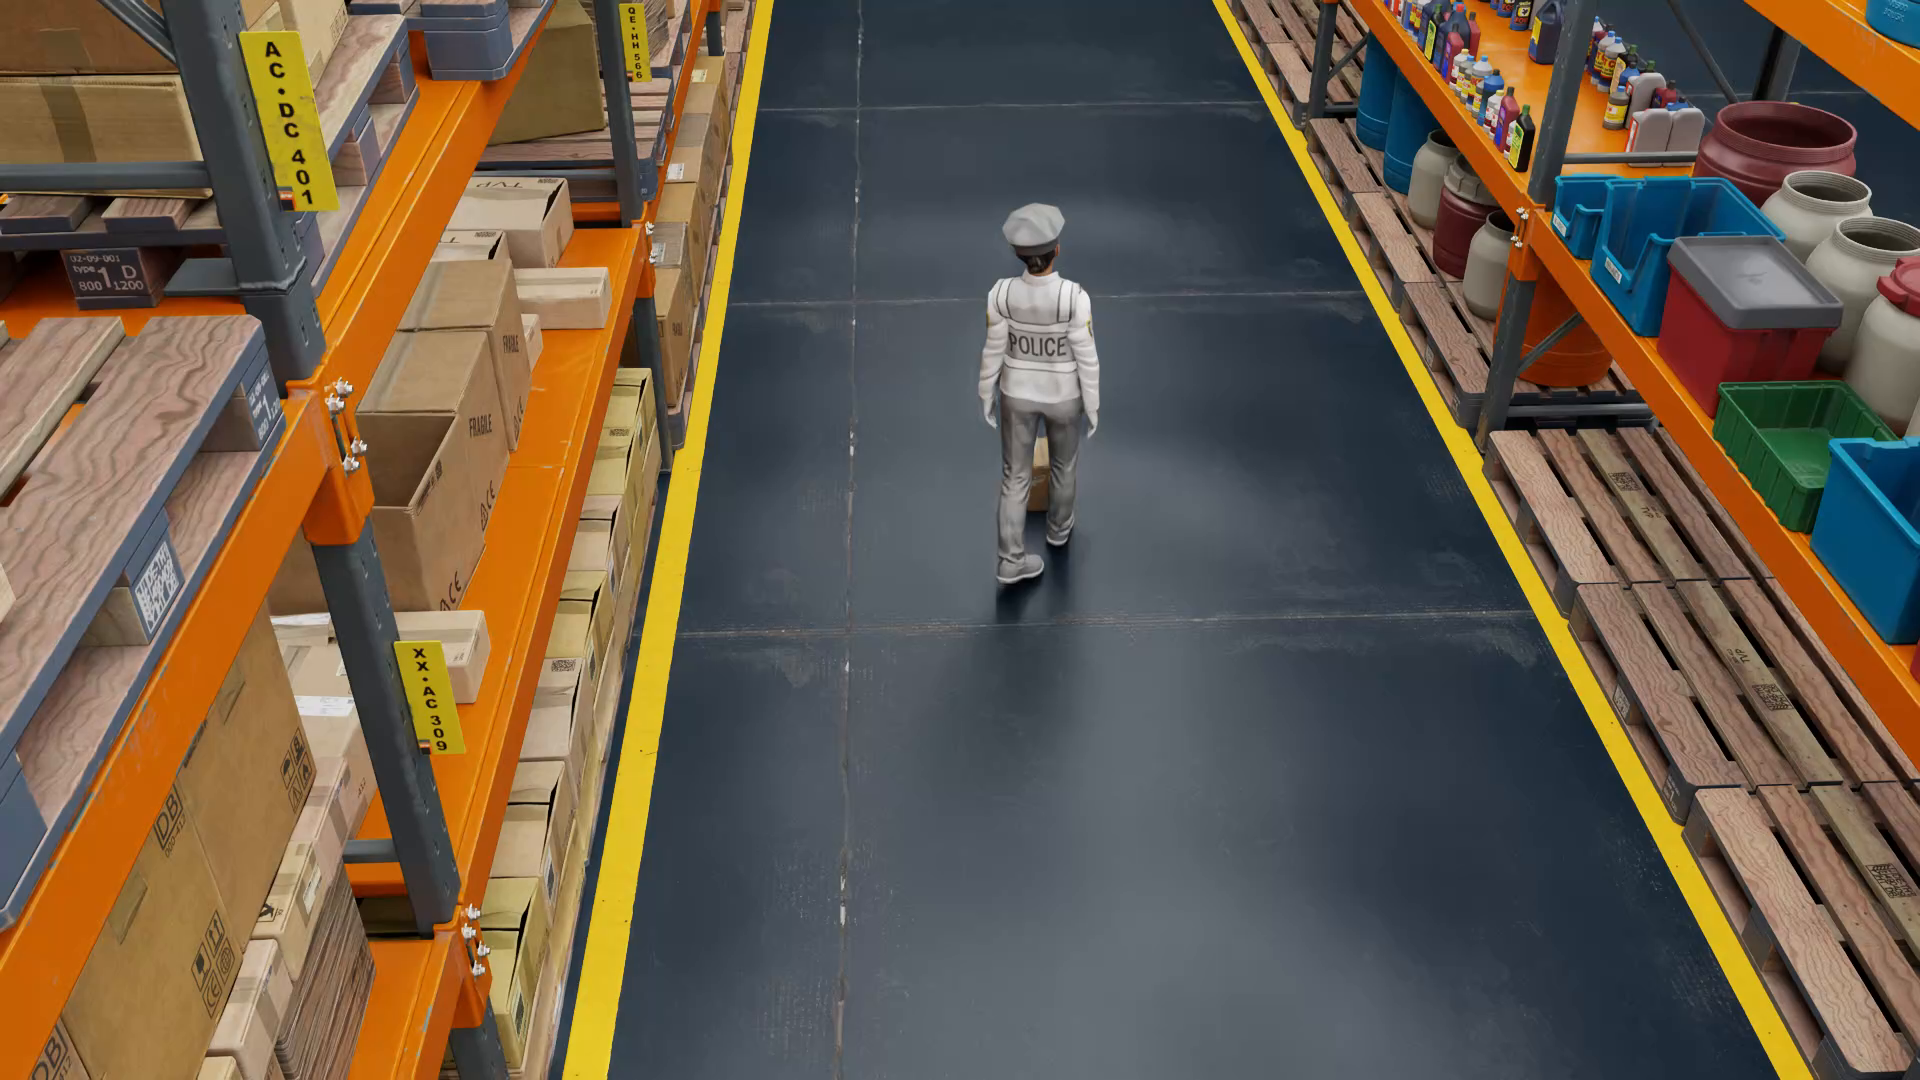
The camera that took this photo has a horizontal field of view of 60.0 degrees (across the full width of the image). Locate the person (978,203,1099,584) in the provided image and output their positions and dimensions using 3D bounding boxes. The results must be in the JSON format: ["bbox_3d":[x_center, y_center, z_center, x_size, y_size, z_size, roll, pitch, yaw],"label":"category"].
[{"bbox_3d":[0.342,-0.624,7.007,0.518,1.663,0.669,7,36,10],"label":"person"}]
